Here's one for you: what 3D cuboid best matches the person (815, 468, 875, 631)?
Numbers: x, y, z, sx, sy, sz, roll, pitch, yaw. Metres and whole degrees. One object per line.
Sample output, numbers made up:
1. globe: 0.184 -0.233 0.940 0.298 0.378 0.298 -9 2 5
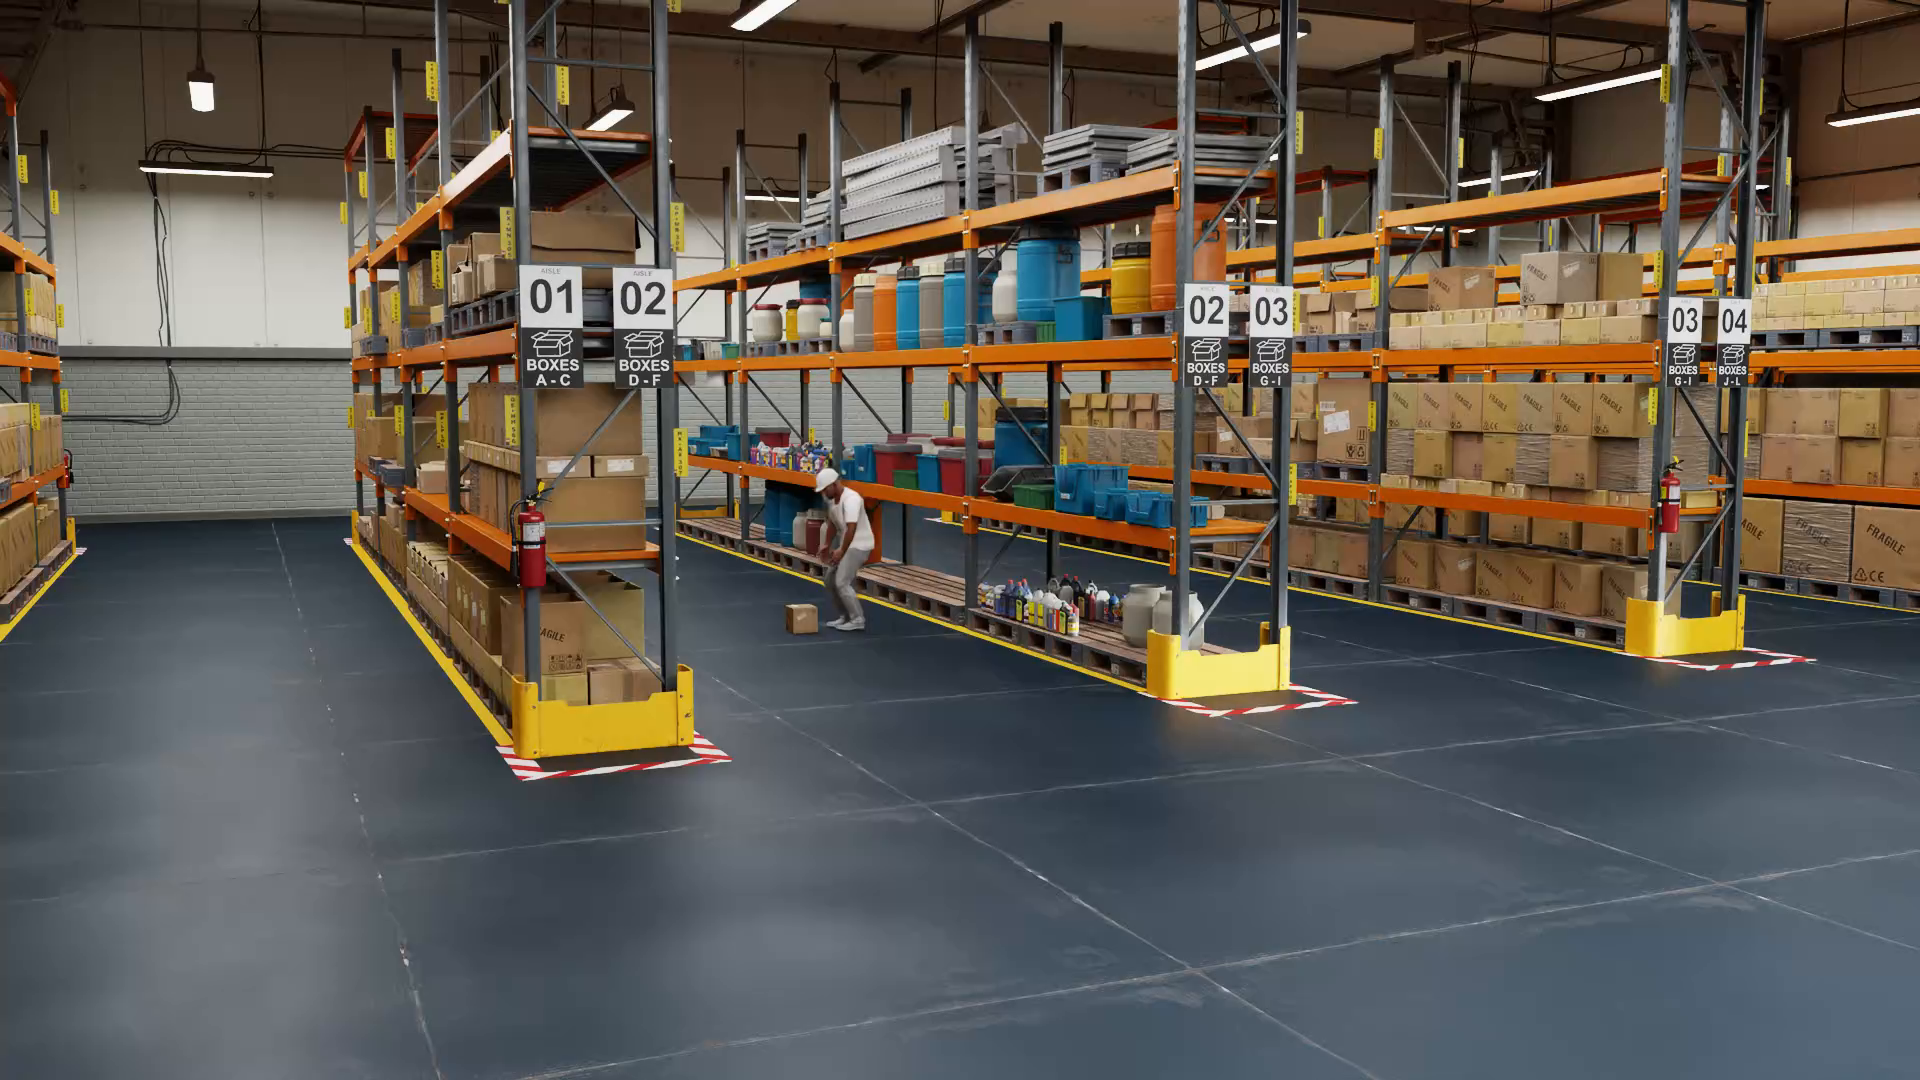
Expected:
1. person: -1.150 0.091 16.533 0.599 1.608 0.616 -2 6 -23
